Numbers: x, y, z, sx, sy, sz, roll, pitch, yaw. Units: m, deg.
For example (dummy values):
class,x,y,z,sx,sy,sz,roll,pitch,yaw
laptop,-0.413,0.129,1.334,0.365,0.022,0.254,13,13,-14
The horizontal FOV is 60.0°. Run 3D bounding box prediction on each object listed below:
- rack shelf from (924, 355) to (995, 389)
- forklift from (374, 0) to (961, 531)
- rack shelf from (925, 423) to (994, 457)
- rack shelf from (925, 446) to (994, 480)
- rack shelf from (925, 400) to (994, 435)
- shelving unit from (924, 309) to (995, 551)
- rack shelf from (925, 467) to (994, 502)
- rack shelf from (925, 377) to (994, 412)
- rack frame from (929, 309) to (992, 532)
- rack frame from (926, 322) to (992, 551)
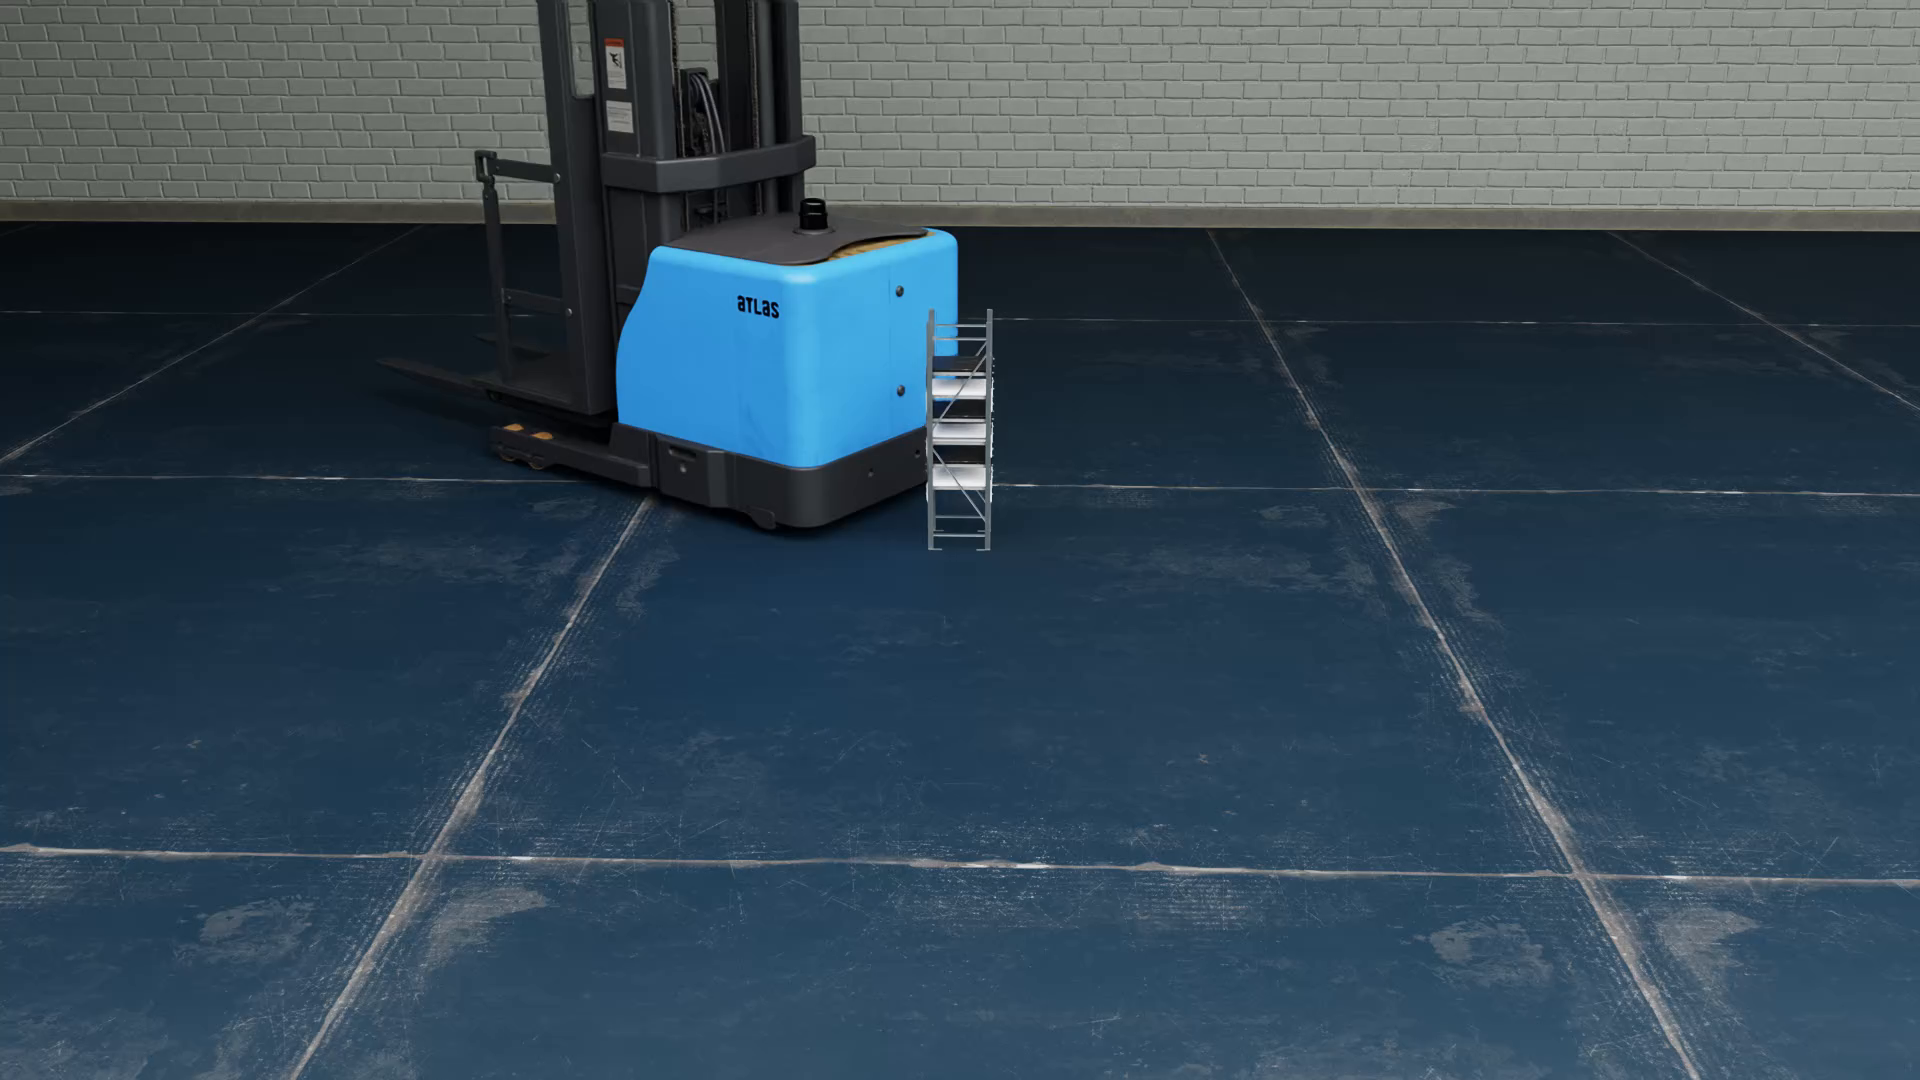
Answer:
class,x,y,z,sx,sy,sz,roll,pitch,yaw
rack shelf,0.000,-0.637,6.273,0.258,0.077,0.200,1,21,2
forklift,-1.478,-1.812,7.146,3.031,2.935,1.130,15,26,34
rack shelf,0.000,-0.386,6.371,0.258,0.077,0.200,1,21,2
rack shelf,0.000,-0.302,6.403,0.258,0.077,0.200,1,21,2
rack shelf,0.000,-0.469,6.338,0.258,0.077,0.200,1,21,2
shelving unit,0.000,-0.417,6.359,0.258,0.900,0.210,1,21,2
rack shelf,0.000,-0.218,6.436,0.258,0.077,0.200,1,21,2
rack shelf,0.000,-0.553,6.306,0.258,0.077,0.200,1,21,2
rack frame,0.003,-0.453,6.453,0.240,0.900,0.006,1,21,2
rack frame,-0.003,-0.380,6.264,0.240,0.900,0.006,1,21,2
